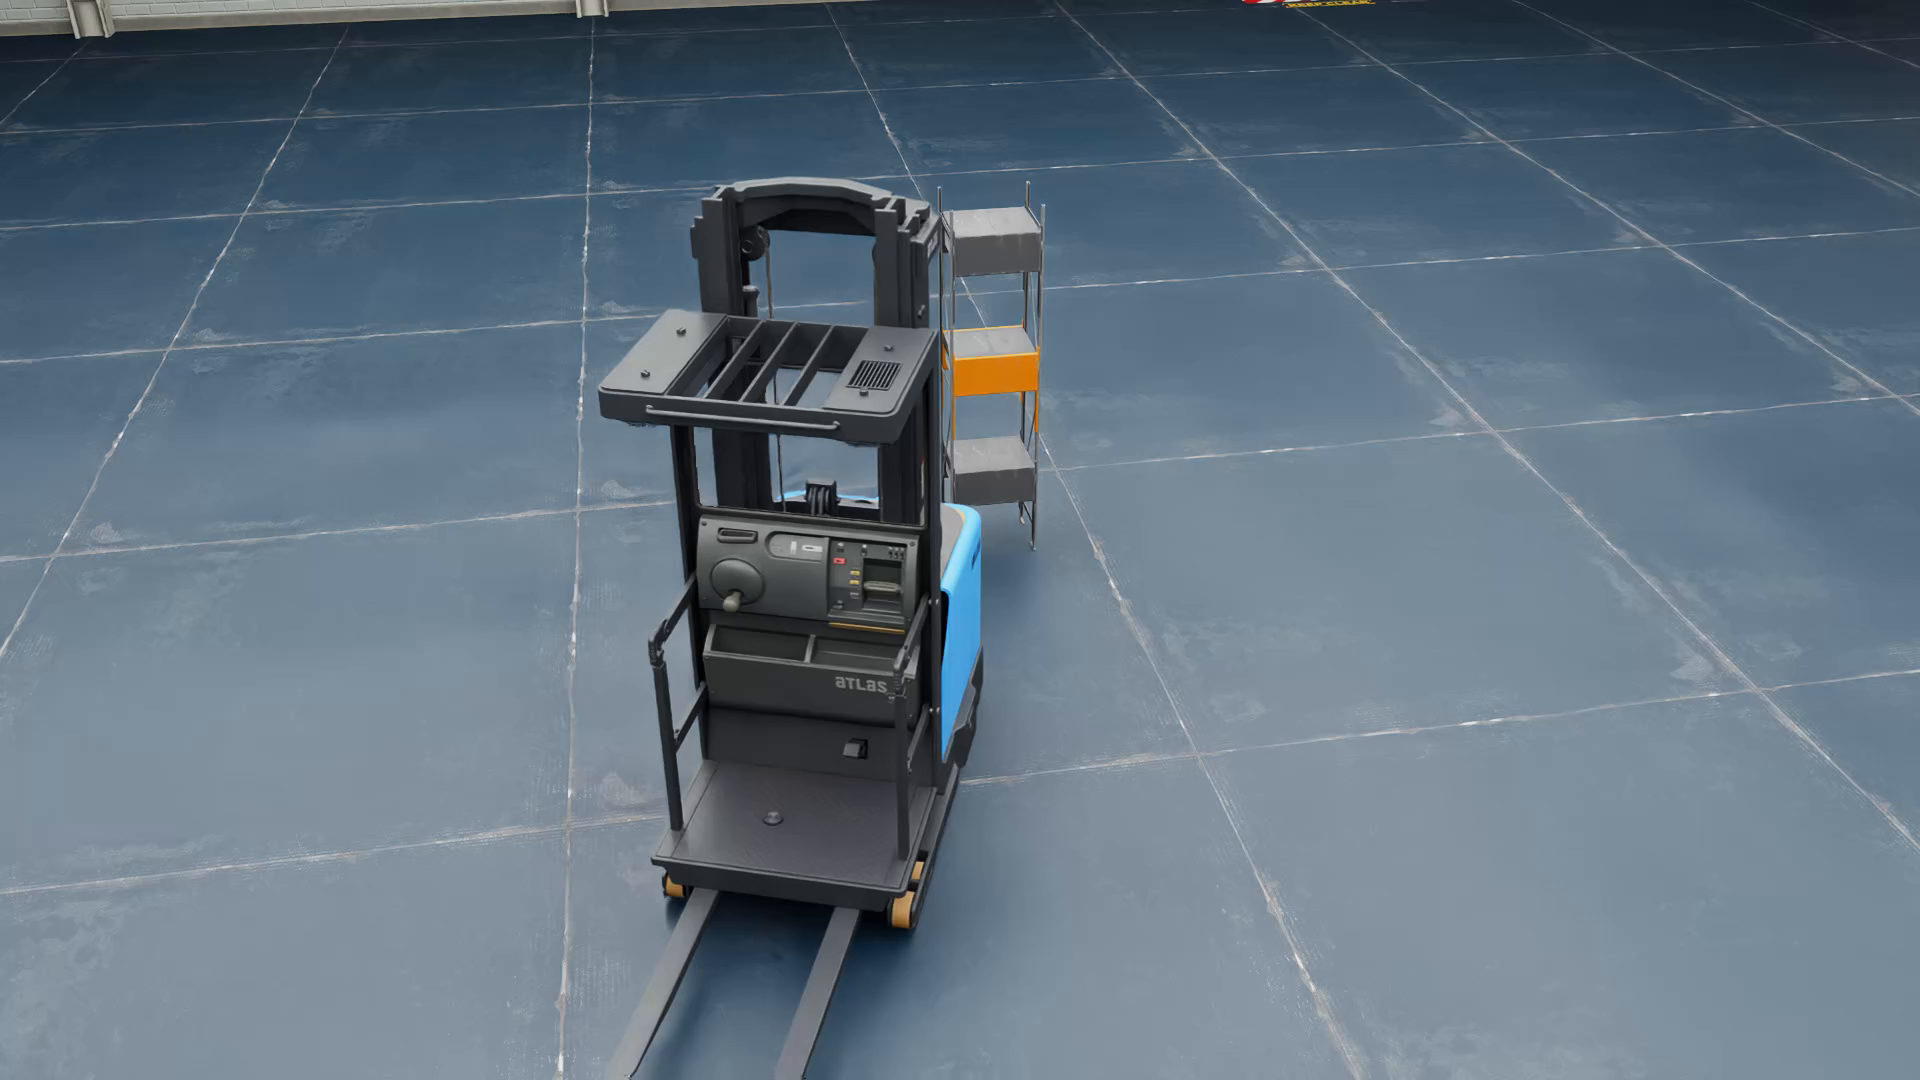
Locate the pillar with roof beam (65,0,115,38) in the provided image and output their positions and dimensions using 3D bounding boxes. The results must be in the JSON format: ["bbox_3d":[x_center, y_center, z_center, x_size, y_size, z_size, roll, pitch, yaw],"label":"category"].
[{"bbox_3d":[-9.837,-7.937,14.484,0.400,9.000,9.100,-5,31,-9],"label":"pillar with roof beam"}]

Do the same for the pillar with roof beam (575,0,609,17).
[{"bbox_3d":[-3.935,-8.484,15.416,0.400,9.000,9.100,-5,31,-9],"label":"pillar with roof beam"}]

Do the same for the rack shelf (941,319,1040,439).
[{"bbox_3d":[0.163,-0.908,9.365,0.480,0.518,0.431,-5,31,-9],"label":"rack shelf"}]

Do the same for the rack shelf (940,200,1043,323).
[{"bbox_3d":[0.163,-1.512,9.010,0.480,0.518,0.431,-5,31,-9],"label":"rack shelf"}]

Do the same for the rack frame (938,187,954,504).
[{"bbox_3d":[-0.077,-0.898,9.320,0.015,2.100,0.400,-5,31,-9],"label":"rack frame"}]

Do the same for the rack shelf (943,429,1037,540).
[{"bbox_3d":[0.163,-0.305,9.720,0.480,0.518,0.431,-5,31,-9],"label":"rack shelf"}]

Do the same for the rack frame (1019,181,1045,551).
[{"bbox_3d":[0.403,-0.943,9.396,0.015,2.100,0.400,-5,31,-9],"label":"rack frame"}]

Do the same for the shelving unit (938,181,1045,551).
[{"bbox_3d":[0.163,-0.920,9.358,0.503,2.100,0.431,-5,31,-9],"label":"shelving unit"}]

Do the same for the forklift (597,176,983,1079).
[{"bbox_3d":[-0.669,0.183,6.662,1.130,2.935,3.031,6,31,9],"label":"forklift"}]
